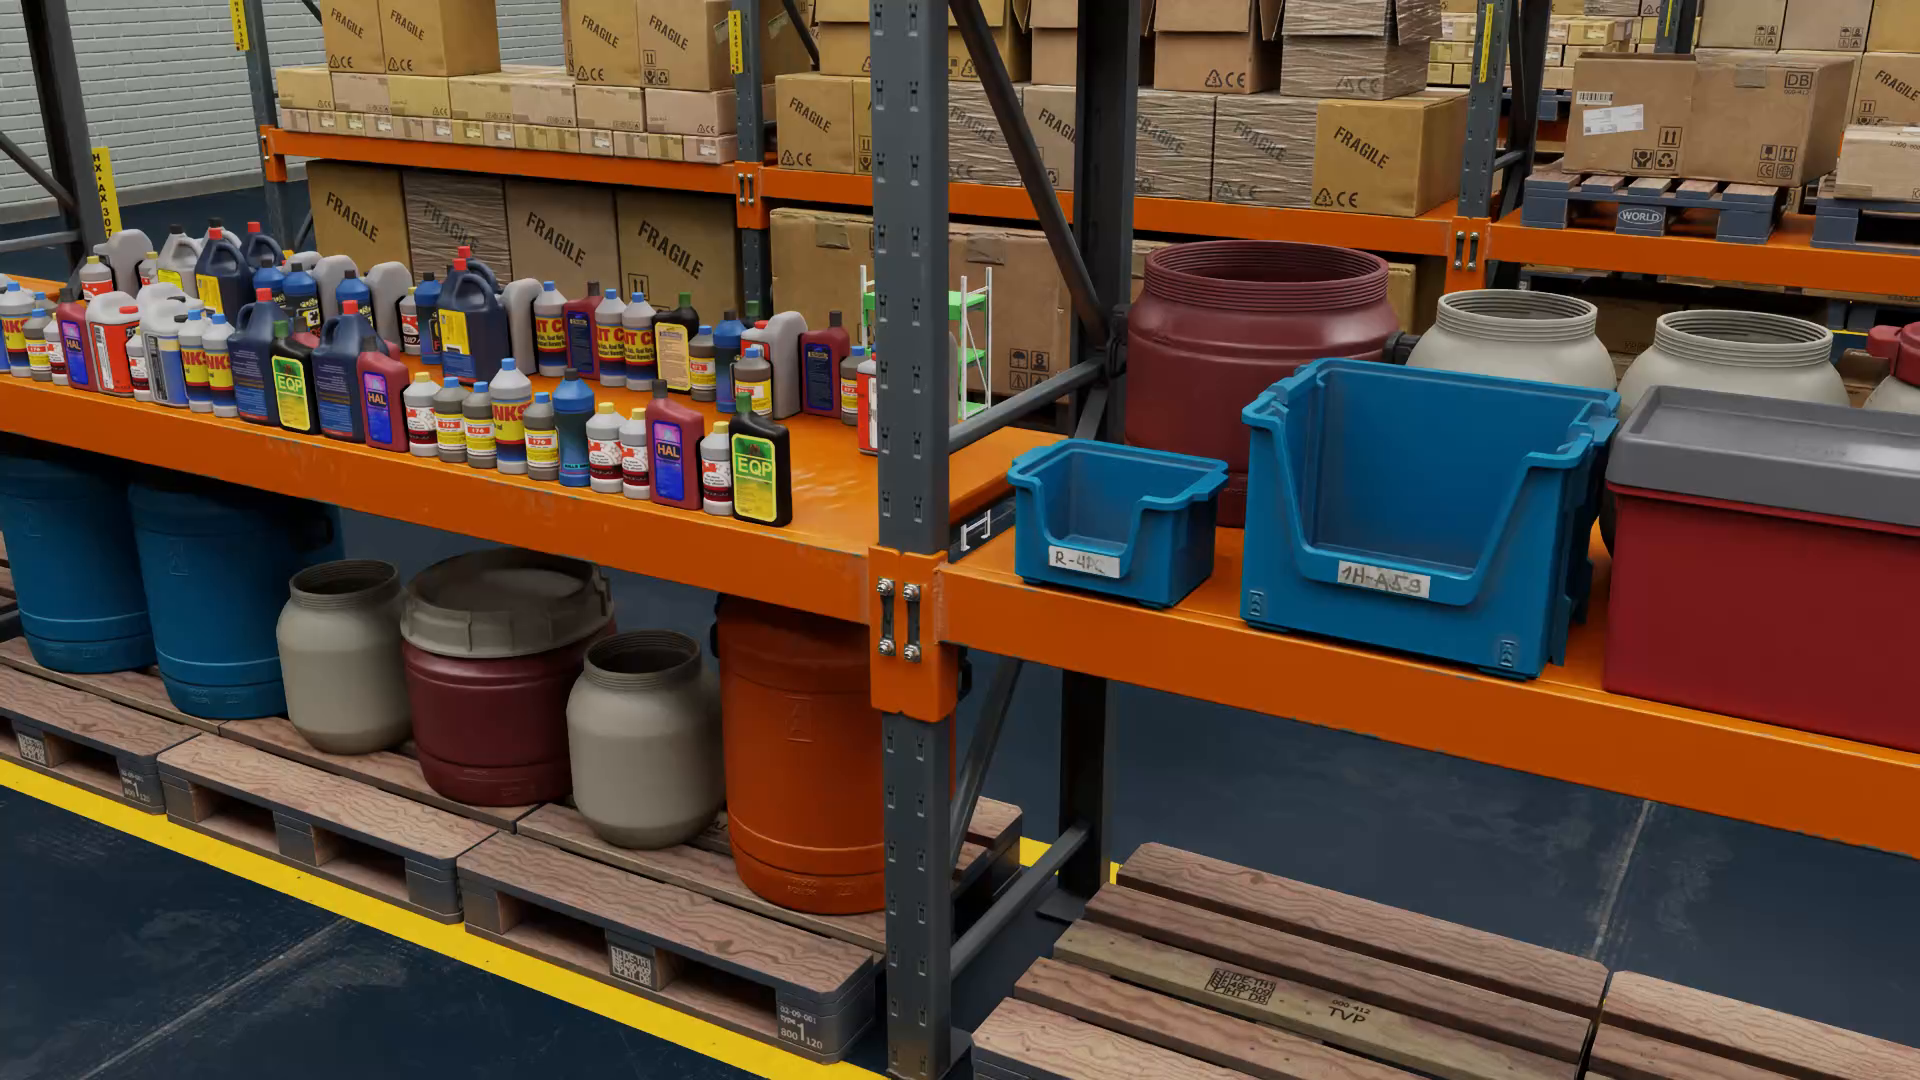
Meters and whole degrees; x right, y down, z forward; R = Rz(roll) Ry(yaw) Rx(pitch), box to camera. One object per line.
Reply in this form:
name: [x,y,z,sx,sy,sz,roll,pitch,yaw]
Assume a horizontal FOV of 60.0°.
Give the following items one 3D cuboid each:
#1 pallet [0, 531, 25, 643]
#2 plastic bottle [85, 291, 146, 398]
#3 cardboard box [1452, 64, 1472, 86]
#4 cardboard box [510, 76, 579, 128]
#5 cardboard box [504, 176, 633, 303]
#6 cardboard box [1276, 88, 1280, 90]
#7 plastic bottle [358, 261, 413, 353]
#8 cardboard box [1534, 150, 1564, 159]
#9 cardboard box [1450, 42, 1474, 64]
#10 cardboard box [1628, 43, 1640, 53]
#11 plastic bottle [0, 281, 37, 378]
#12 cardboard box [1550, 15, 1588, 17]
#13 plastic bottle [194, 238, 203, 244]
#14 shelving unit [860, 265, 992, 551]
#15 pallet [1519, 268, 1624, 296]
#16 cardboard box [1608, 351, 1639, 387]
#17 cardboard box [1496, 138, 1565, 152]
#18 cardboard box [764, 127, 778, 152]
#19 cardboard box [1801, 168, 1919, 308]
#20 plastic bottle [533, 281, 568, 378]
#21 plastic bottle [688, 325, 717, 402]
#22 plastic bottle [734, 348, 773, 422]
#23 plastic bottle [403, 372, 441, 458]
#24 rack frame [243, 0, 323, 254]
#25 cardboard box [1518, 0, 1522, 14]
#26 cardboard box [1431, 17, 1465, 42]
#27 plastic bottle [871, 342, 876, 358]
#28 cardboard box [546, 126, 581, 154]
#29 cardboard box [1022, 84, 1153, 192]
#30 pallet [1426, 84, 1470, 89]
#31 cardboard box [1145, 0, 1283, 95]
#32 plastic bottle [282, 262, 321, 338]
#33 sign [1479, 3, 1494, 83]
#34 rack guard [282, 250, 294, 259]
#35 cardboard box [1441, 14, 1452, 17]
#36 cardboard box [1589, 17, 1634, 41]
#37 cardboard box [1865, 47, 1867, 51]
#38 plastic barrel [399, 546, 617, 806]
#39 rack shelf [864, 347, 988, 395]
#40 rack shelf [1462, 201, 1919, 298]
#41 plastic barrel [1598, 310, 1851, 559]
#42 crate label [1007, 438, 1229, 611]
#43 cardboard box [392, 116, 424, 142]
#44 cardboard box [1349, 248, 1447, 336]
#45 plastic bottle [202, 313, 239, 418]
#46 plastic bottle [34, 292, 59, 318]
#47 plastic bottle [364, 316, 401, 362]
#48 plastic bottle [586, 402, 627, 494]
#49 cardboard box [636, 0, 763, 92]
pallet: [-4.027,0.243,6.384,1.213,0.211,1.003,11,23,27]
plastic bottle: [-2.340,-0.554,4.675,0.135,0.276,0.152,11,23,27]
cardboard box: [3.737,-3.377,12.029,0.250,0.149,0.380,10,22,27]
cardboard box: [-2.363,-2.666,10.099,0.500,0.250,0.500,11,23,28]
cardboard box: [-2.274,-1.913,10.740,0.875,0.875,0.875,11,23,27]
cardboard box: [1.798,-2.060,8.498,0.500,0.500,0.500,10,22,26]
plastic bottle: [-1.786,-0.723,5.143,0.135,0.276,0.152,11,23,27]
cardboard box: [4.564,-2.787,12.601,0.500,0.250,0.500,10,22,25]
cardboard box: [3.712,-3.520,11.987,0.250,0.149,0.380,11,23,27]
cardboard box: [6.352,-4.733,16.233,0.500,0.250,0.500,11,23,28]
plastic bottle: [-2.741,-0.618,4.857,0.097,0.271,0.097,0,20,0]
cardboard box: [5.921,-5.049,16.372,0.500,0.250,0.500,10,22,26]
plastic bottle: [-2.546,-0.868,5.542,0.135,0.276,0.152,11,23,27]
shelving unit: [-0.144,-0.592,7.236,0.503,1.200,0.258,11,23,27]
pallet: [4.367,-2.045,12.694,1.213,0.211,1.003,11,23,27]
cardboard box: [3.136,-0.692,7.895,0.500,0.500,0.700,10,22,24]
cardboard box: [6.035,-4.204,17.056,0.875,0.875,0.875,11,23,28]
cardboard box: [-1.047,-2.461,10.120,0.250,0.149,0.380,11,23,27]
cardboard box: [6.301,-2.093,11.420,0.750,0.750,1.050,11,23,28]
plastic bottle: [-1.191,-0.619,4.861,0.097,0.271,0.097,0,20,0]
plastic bottle: [-0.703,-0.493,4.616,0.097,0.201,0.097,0,20,0]
plastic bottle: [-0.543,-0.403,4.369,0.097,0.201,0.097,0,20,0]
plastic bottle: [-1.324,-0.315,4.125,0.097,0.201,0.097,0,20,0]
rack frame: [-4.443,-3.096,11.502,0.127,3.000,1.000,11,23,27]
cardboard box: [5.474,-5.495,16.502,0.500,0.500,0.500,10,22,26]
cardboard box: [3.507,-3.701,12.049,0.250,0.149,0.380,11,23,27]
plastic bottle: [-0.183,-0.427,4.331,0.097,0.271,0.097,0,20,0]
cardboard box: [-2.276,-2.437,10.054,0.250,0.149,0.380,11,23,28]
cardboard box: [0.658,-2.076,8.543,0.500,0.500,0.500,11,23,28]
pallet: [3.300,-3.453,12.766,1.213,0.211,1.003,11,23,27]
cardboard box: [1.343,-2.520,8.296,0.637,0.503,0.797,11,23,29]
plastic bottle: [-2.033,-0.720,5.139,0.097,0.271,0.097,0,20,0]
sign: [2.273,-2.144,7.180,0.005,0.325,0.100,11,23,27]
rack guard: [-4.464,-1.925,11.940,0.348,0.500,1.175,11,23,27]
cardboard box: [3.591,-3.937,12.701,0.250,0.149,0.380,12,23,29]
cardboard box: [4.735,-3.720,12.102,0.250,0.149,0.380,11,23,27]
cardboard box: [6.443,-3.111,11.397,0.500,0.500,0.500,10,22,26]
plastic barrel: [-1.296,0.381,4.837,0.708,0.588,0.600,11,23,27]
rack shelf: [-0.144,-0.757,7.176,0.480,0.148,0.258,11,23,27]
rack shelf: [4.287,-1.095,7.040,4.000,0.370,1.077,11,23,27]
plastic barrel: [1.495,-0.166,3.261,0.421,0.512,0.421,0,20,0]
crate label: [0.310,-0.031,3.298,0.416,0.233,0.303,11,23,27]
cardboard box: [-3.396,-2.651,10.642,0.250,0.149,0.380,10,22,26]
cardboard box: [1.949,-1.086,8.459,0.875,0.875,1.225,10,22,25]
plastic bottle: [-1.965,-0.470,4.450,0.097,0.271,0.097,0,20,0]
plastic bottle: [-2.784,-0.652,5.056,0.097,0.201,0.097,0,20,0]
plastic bottle: [-1.525,-0.441,4.352,0.133,0.283,0.061,11,23,27]
plastic bottle: [-0.814,-0.218,3.857,0.097,0.201,0.097,0,20,0]
cardboard box: [-1.483,-2.850,9.507,0.500,0.500,0.500,12,23,29]
